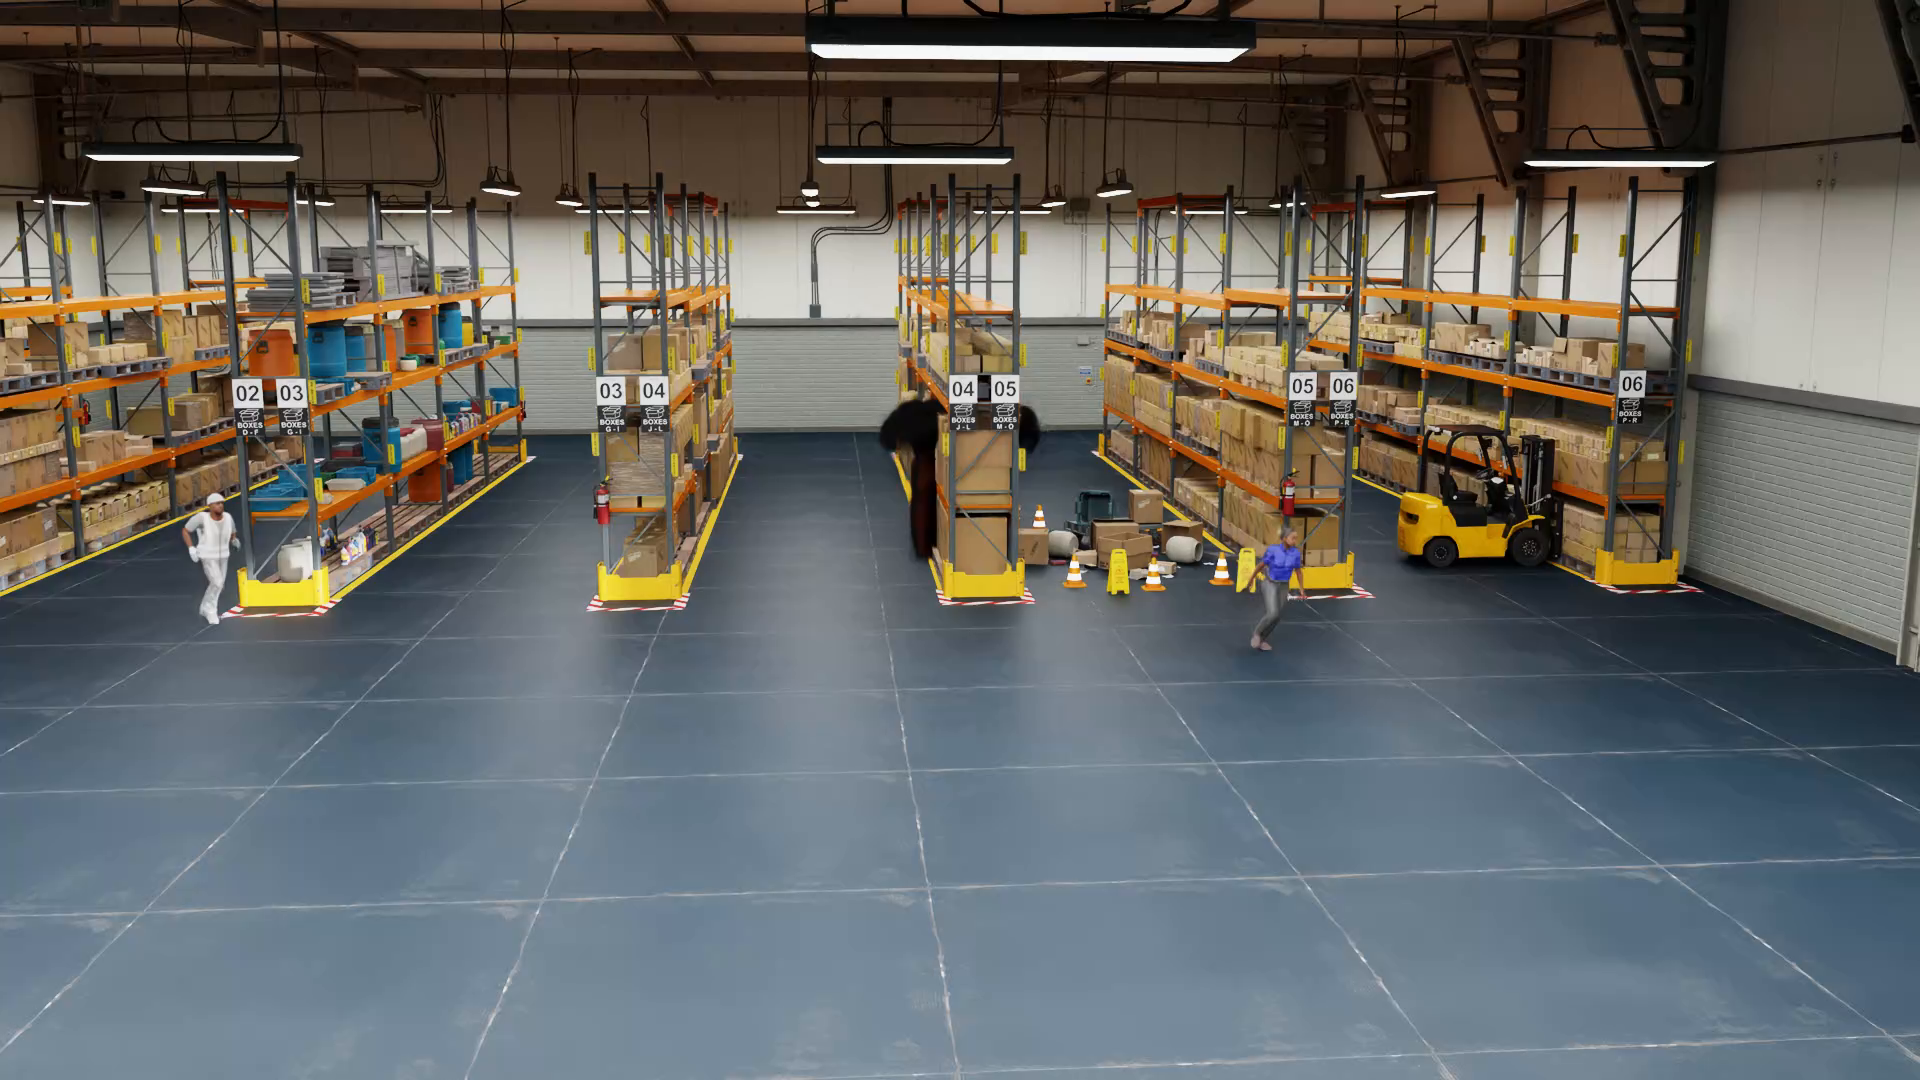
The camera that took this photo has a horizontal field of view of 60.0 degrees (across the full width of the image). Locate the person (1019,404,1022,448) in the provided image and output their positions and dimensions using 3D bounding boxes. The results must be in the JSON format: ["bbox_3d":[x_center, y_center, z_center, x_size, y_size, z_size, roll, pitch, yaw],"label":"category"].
[{"bbox_3d":[1.243,-2.631,38.504,0.632,1.761,0.888,-6,12,-31],"label":"person"}]

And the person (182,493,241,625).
[{"bbox_3d":[-10.019,0.257,22.358,0.793,1.791,0.660,7,12,33],"label":"person"}]

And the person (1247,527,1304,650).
[{"bbox_3d":[3.943,0.607,20.659,0.582,1.592,0.656,-4,11,-21],"label":"person"}]
